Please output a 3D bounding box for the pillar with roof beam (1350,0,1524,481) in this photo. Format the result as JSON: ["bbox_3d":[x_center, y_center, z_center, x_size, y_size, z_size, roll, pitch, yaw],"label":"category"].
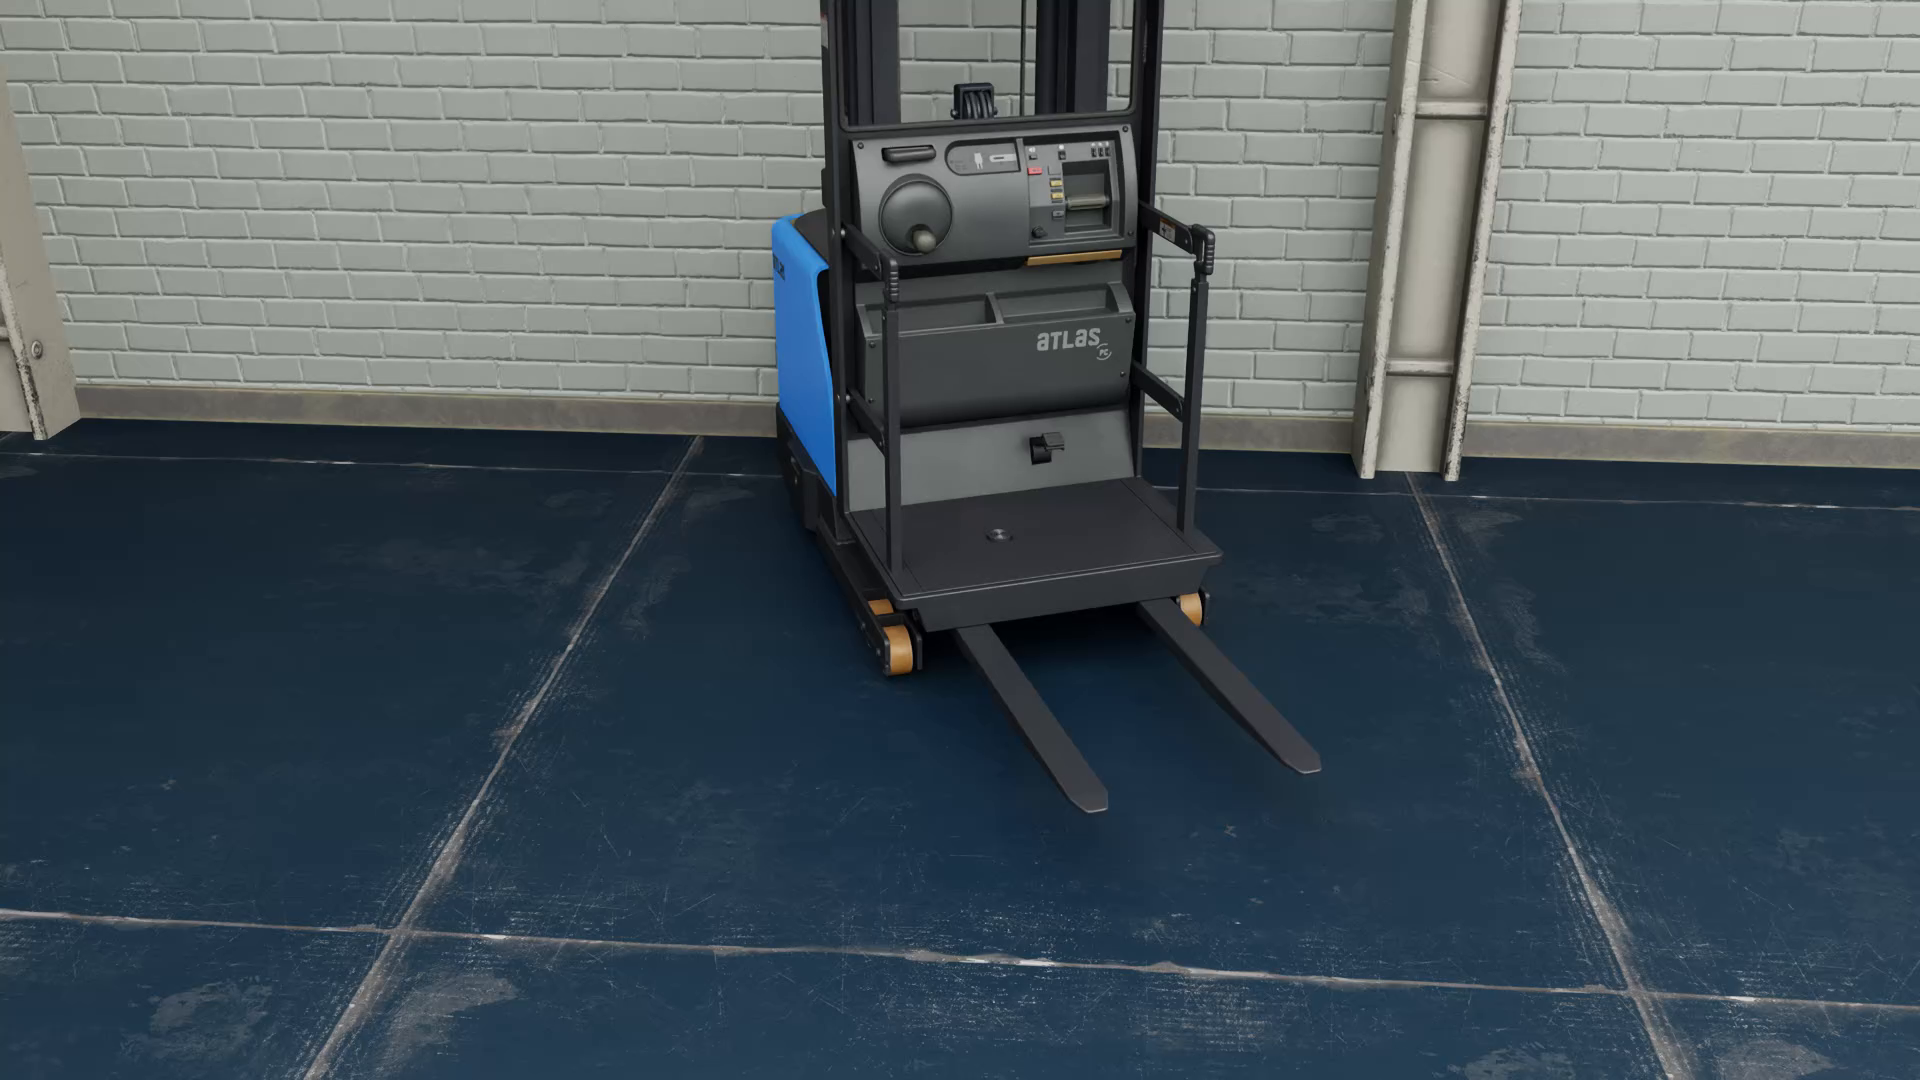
[{"bbox_3d":[1.515,-2.605,1.146,0.400,9.000,9.100,2,25,4],"label":"pillar with roof beam"}]

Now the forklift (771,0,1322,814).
[{"bbox_3d":[0.187,-1.083,5.097,1.130,2.935,3.031,-7,26,-16],"label":"forklift"}]

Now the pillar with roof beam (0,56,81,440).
[{"bbox_3d":[-4.467,-2.797,1.563,0.400,9.000,9.100,2,25,4],"label":"pillar with roof beam"}]
